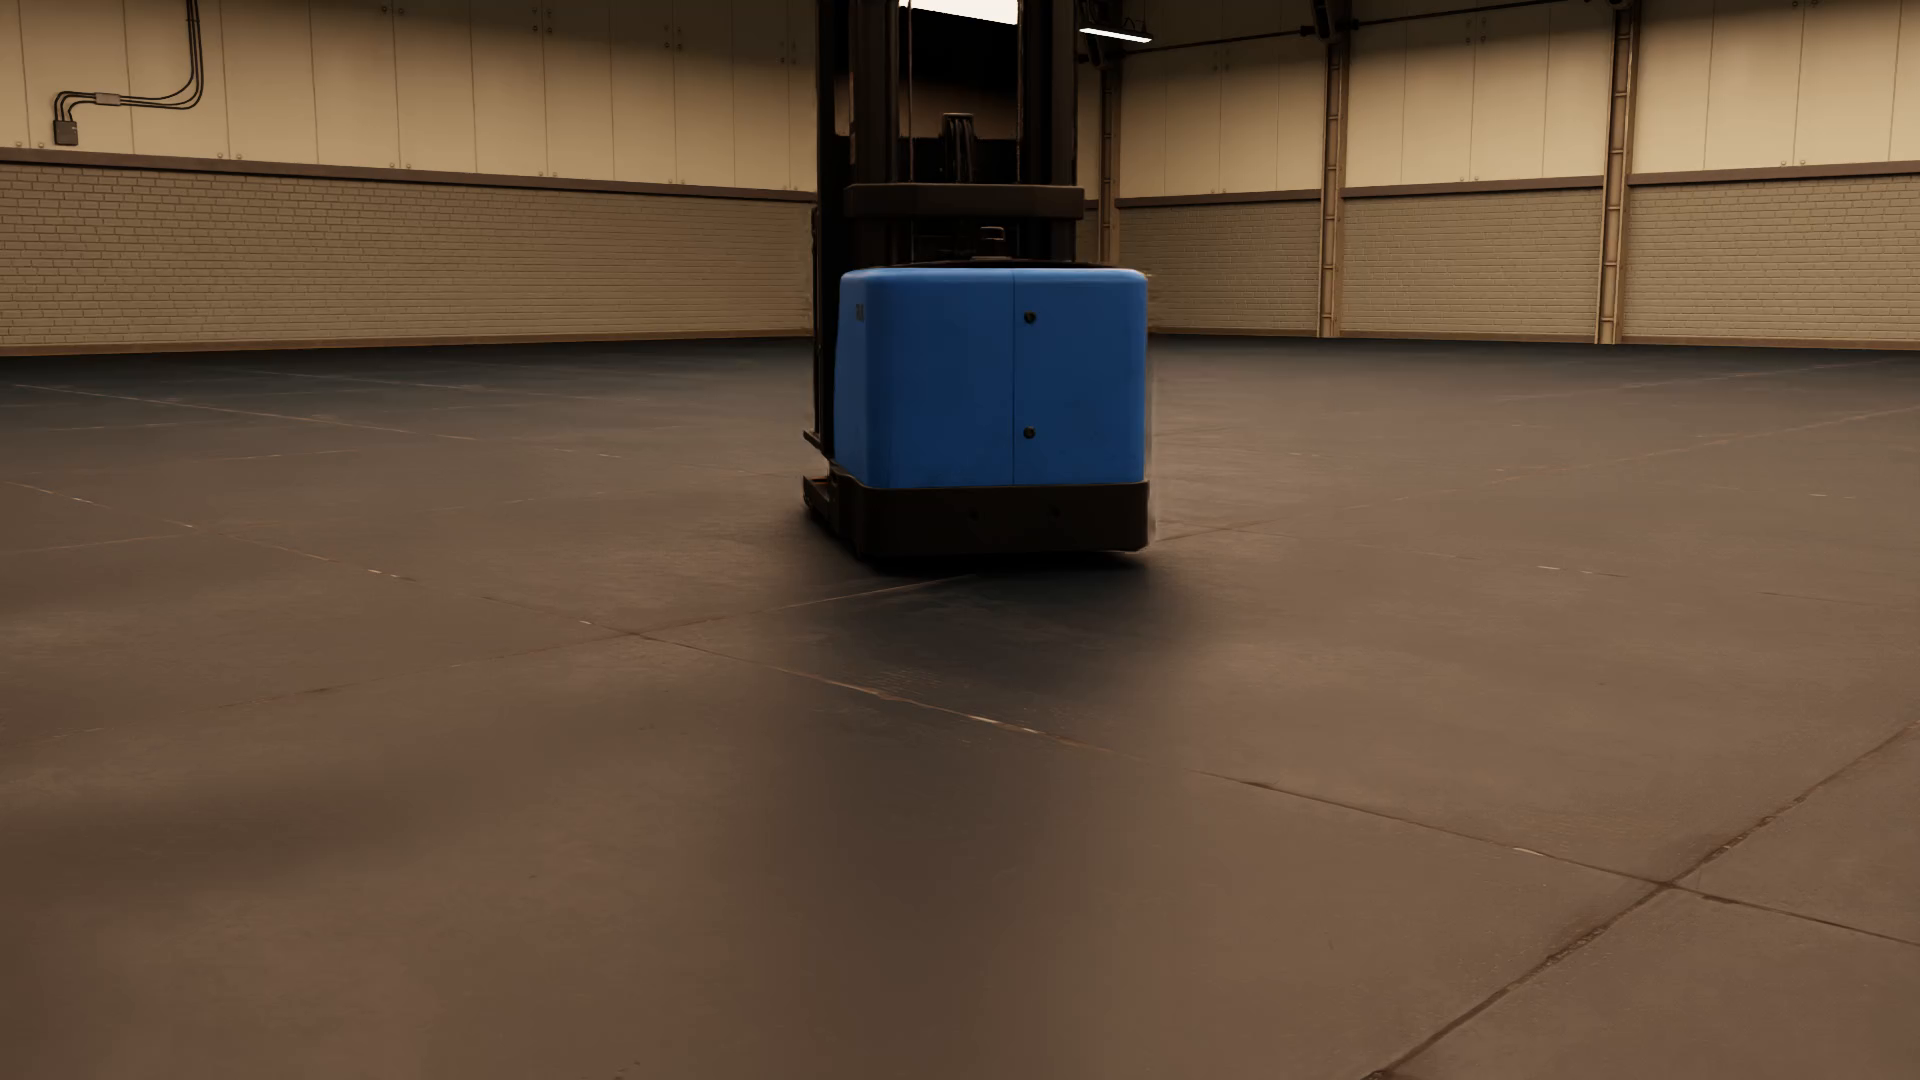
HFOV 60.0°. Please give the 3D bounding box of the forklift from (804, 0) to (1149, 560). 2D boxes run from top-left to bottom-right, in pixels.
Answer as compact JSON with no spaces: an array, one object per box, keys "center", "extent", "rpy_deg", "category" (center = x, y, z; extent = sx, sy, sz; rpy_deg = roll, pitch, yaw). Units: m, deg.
[{"center":[-0.099,-1.553,7.187],"extent":[1.130,2.935,3.031],"rpy_deg":[-2,9,-11],"category":"forklift"}]
